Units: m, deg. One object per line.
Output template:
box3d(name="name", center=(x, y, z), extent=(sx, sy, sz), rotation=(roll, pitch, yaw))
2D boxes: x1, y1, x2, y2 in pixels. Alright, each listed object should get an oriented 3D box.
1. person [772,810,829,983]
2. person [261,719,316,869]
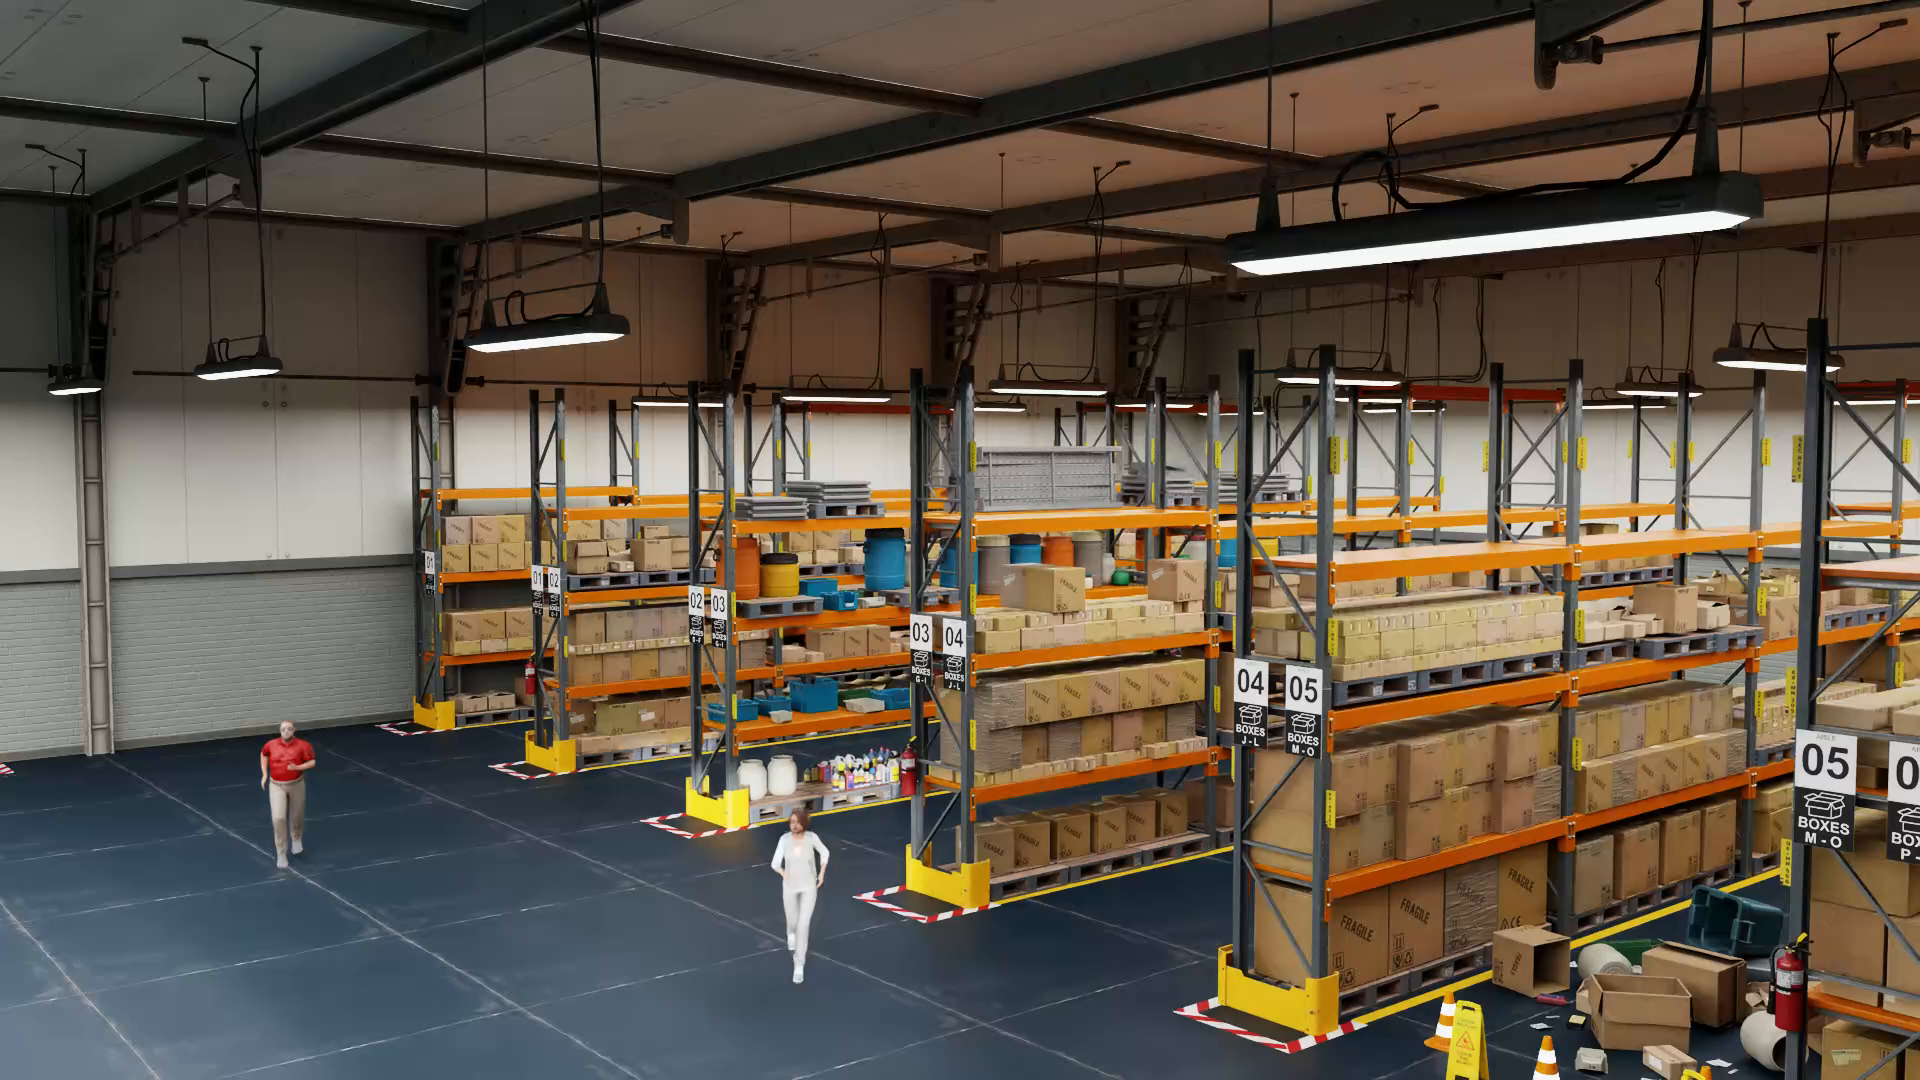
box3d(name="person", center=(-1.556, 3.415, 16.256), extent=(0.549, 1.598, 0.860), rotation=(0, 3, 2))
box3d(name="person", center=(-8.267, 3.091, 20.481), extent=(0.634, 1.789, 0.893), rotation=(-1, 4, -21))
